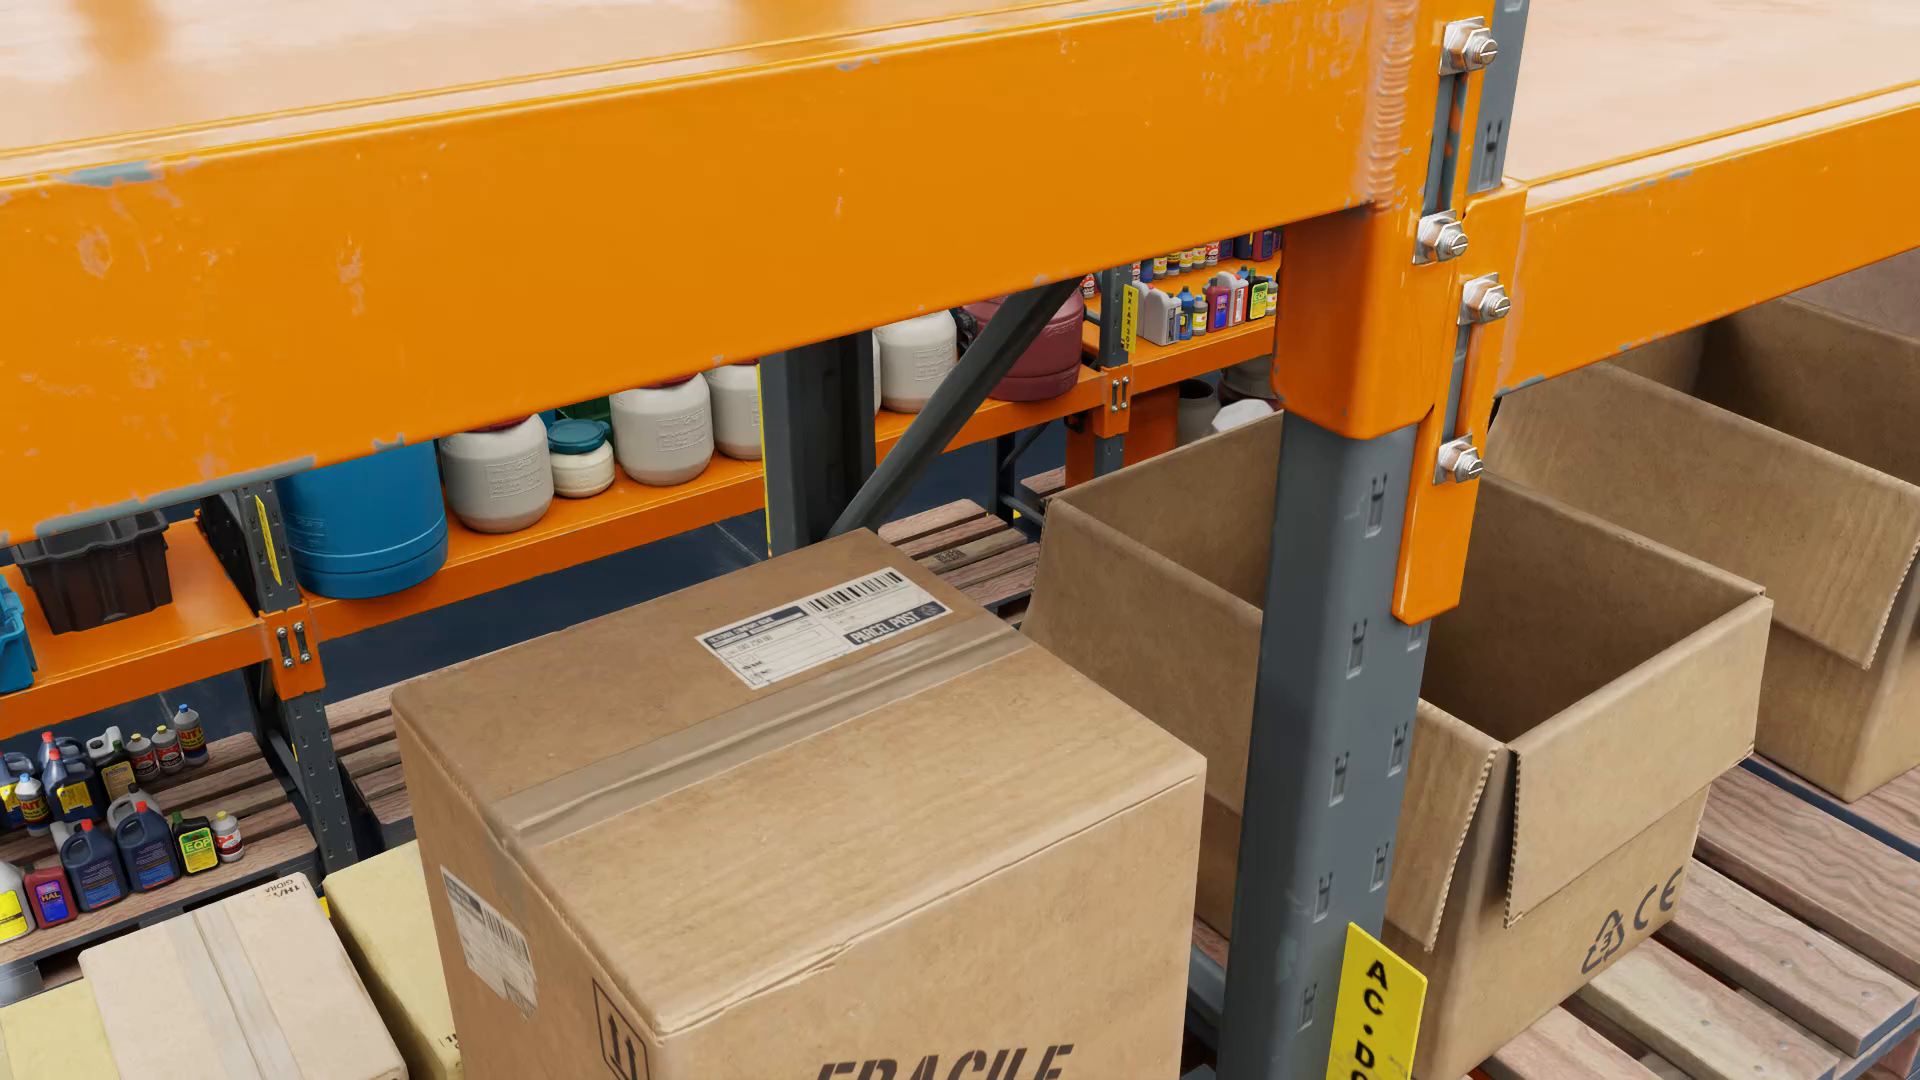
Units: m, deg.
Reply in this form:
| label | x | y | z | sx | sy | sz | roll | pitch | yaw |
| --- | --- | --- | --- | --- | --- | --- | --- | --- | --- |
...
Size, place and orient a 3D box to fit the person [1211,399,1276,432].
| label | x | y | z | sx | sy | sz | roll | pitch | yaw |
| --- | --- | --- | --- | --- | --- | --- | --- | --- | --- |
| person | 1.235 | 0.198 | 7.274 | 0.398 | 1.722 | 0.480 | -13 | 31 | -22 |
